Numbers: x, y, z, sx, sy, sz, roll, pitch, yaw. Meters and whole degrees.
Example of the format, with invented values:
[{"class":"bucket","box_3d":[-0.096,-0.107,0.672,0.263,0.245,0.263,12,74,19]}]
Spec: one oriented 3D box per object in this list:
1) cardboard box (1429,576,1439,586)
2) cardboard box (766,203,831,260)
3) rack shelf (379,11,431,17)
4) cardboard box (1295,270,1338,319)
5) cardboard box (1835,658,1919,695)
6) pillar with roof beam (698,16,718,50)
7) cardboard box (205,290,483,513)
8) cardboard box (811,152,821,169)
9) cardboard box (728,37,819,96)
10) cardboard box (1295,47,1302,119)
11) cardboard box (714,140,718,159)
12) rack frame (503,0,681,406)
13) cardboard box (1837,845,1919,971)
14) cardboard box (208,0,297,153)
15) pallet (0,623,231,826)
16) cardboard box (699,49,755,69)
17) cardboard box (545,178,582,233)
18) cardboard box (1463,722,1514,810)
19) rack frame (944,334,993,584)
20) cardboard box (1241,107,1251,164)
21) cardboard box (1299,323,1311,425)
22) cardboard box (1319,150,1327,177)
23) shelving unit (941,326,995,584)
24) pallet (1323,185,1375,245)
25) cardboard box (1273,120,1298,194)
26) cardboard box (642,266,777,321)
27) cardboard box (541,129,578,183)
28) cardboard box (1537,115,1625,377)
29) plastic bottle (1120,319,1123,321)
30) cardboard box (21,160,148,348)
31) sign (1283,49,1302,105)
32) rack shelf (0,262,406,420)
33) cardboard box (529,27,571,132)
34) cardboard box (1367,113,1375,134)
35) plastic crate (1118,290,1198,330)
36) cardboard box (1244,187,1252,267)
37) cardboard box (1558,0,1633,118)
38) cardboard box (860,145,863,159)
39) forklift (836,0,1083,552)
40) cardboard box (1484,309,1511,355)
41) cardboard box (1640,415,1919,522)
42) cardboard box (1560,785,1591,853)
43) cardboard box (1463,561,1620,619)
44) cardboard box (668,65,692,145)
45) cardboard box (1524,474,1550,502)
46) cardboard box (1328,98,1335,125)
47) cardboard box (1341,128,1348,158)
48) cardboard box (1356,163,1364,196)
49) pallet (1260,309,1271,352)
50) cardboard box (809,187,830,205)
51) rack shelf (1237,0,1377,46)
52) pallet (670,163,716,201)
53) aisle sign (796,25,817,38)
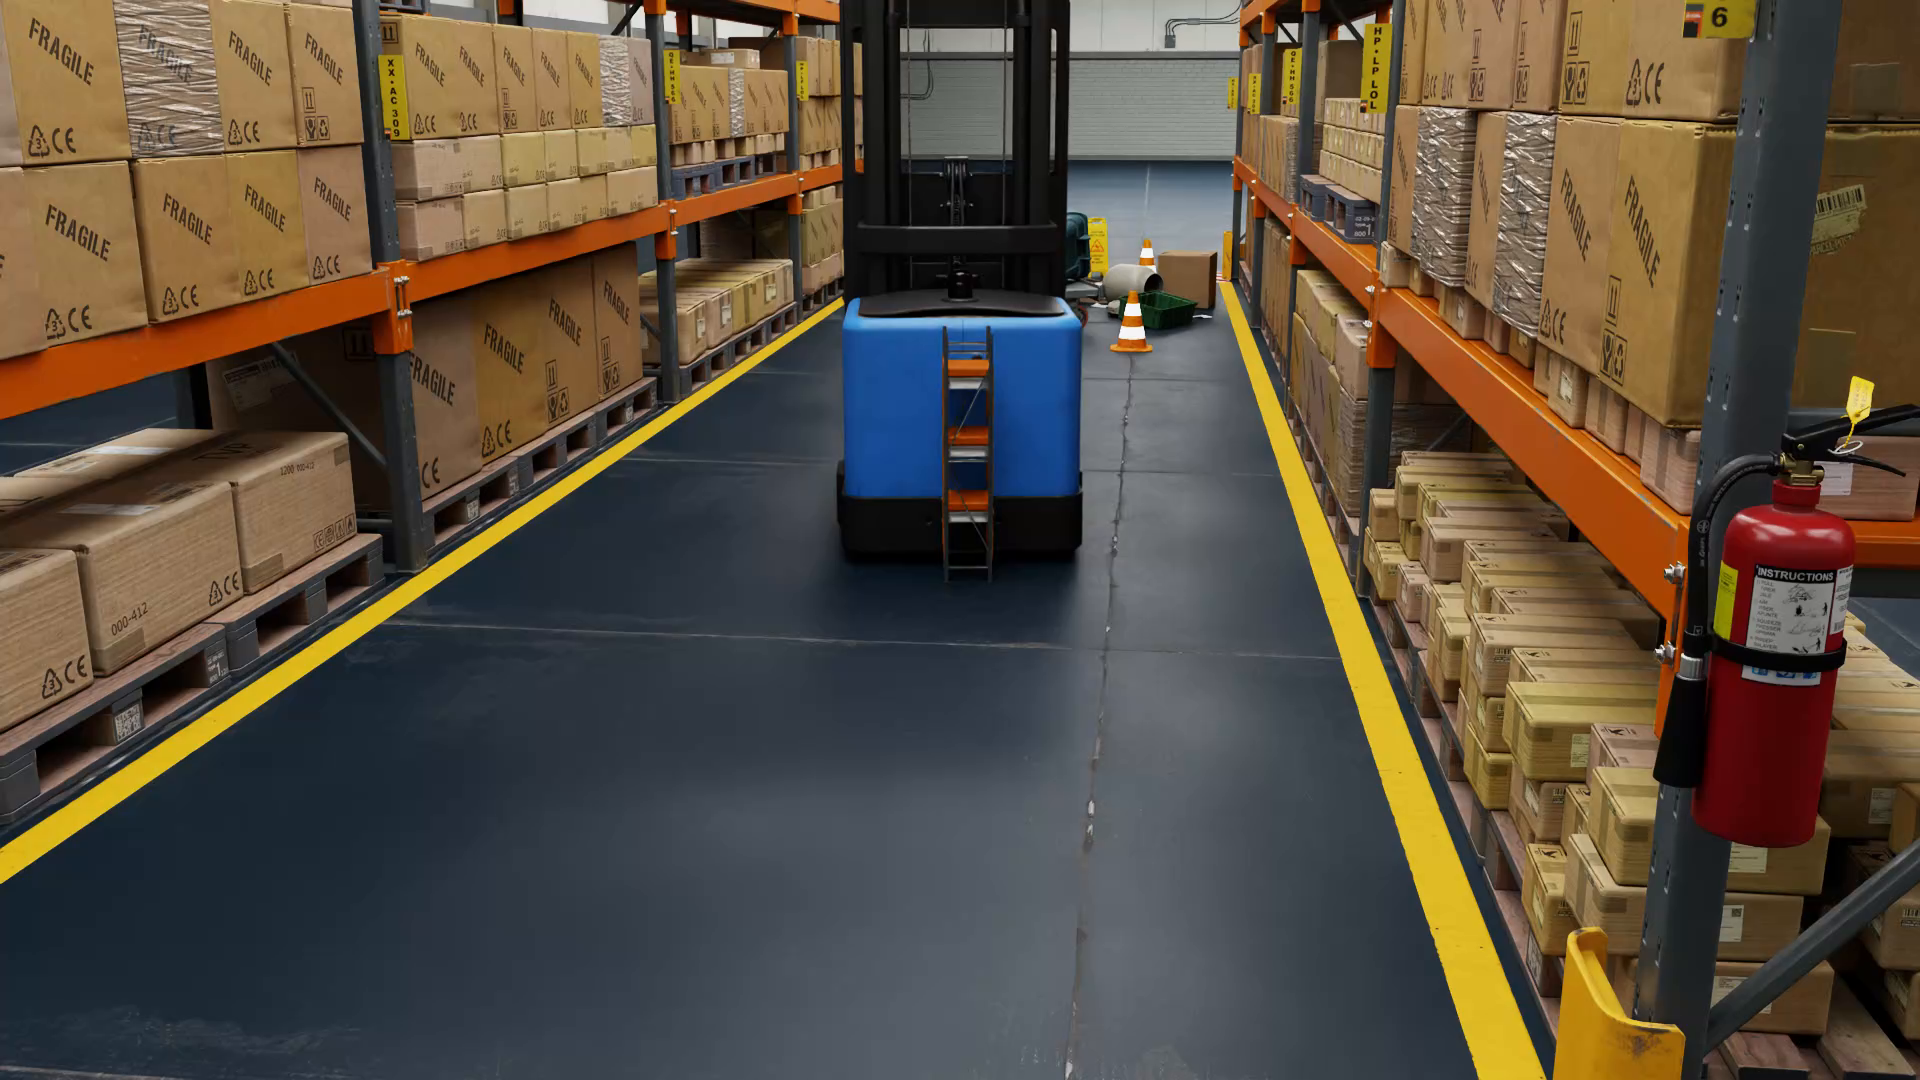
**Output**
[{"class":"cardboard box","box_3d":[1.798,0.113,5.586,0.380,0.149,0.250,1,15,3]},{"class":"cardboard box","box_3d":[-1.522,-2.920,15.742,0.500,0.500,0.500,2,15,9]},{"class":"rack shelf","box_3d":[-6.612,-5.163,16.642,1.077,0.370,4.000,2,15,6]},{"class":"cardboard box","box_3d":[2.254,-1.428,9.744,0.500,0.250,0.500,1,15,4]},{"class":"cardboard box","box_3d":[2.080,0.390,3.990,0.380,0.149,0.250,1,15,4]},{"class":"pillar with roof beam","box_3d":[-1.052,-11.865,34.302,9.100,9.000,0.400,2,15,6]},{"class":"cardboard box","box_3d":[-2.818,-0.664,7.637,0.875,0.875,0.875,2,15,8]},{"class":"cardboard box","box_3d":[-1.512,-3.550,15.524,0.380,0.149,0.250,2,15,8]},{"class":"cardboard box","box_3d":[-1.641,-4.181,14.701,0.700,0.500,0.500,2,15,6]},{"class":"cardboard box","box_3d":[2.802,-3.286,11.959,0.700,0.500,0.500,2,15,6]},{"class":"cardboard box","box_3d":[-1.999,-2.873,12.219,0.380,0.149,0.250,2,15,8]},{"class":"rack frame","box_3d":[-2.357,-2.361,10.648,1.000,3.000,0.127,2,15,6]},{"class":"cardboard box","box_3d":[1.984,0.735,3.285,0.380,0.149,0.250,2,15,9]},{"class":"cardboard box","box_3d":[-2.653,-1.593,5.699,0.500,0.500,0.500,1,15,5]},{"class":"pallet","box_3d":[-3.107,0.535,5.281,1.003,0.211,1.213,2,15,6]},{"class":"cardboard box","box_3d":[-1.806,-3.729,12.898,0.380,0.149,0.250,1,15,4]},{"class":"cardboard box","box_3d":[-2.300,-1.754,8.689,0.500,0.250,0.500,1,15,5]},{"class":"cardboard box","box_3d":[1.547,0.596,4.369,0.380,0.149,0.250,1,15,4]},{"class":"rack frame","box_3d":[0.035,-0.324,6.848,0.200,1.050,0.008,0,15,-2]},{"class":"cardboard box","box_3d":[3.250,-4.007,16.445,0.875,0.550,0.550,2,15,6]},{"class":"cardboard box","box_3d":[2.186,-0.931,9.344,0.500,0.500,0.500,2,15,7]},{"class":"cardboard box","box_3d":[2.322,-2.213,9.776,0.380,0.149,0.250,1,15,5]},{"class":"shelving unit","box_3d":[0.031,-0.356,6.966,0.215,1.050,0.252,0,15,-2]},{"class":"pallet","box_3d":[2.390,-1.634,8.328,1.003,0.211,1.213,2,15,6]},{"class":"cardboard box","box_3d":[2.471,-2.674,11.612,0.500,0.500,0.500,1,15,5]},{"class":"cardboard box","box_3d":[-2.040,-2.010,13.580,0.950,0.372,0.625,3,15,10]},{"class":"cardboard box","box_3d":[-2.309,-1.996,8.627,0.500,0.250,0.500,1,15,5]},{"class":"cardboard box","box_3d":[1.528,-0.616,3.433,0.500,0.500,0.500,1,15,5]},{"class":"plastic bottle","box_3d":[1.556,-1.977,14.855,0.133,0.061,0.283,-6,16,-23]},{"class":"cardboard box","box_3d":[-2.776,-0.845,4.847,0.500,0.500,0.500,2,15,8]},{"class":"sign","box_3d":[2.021,-2.816,10.112,0.100,0.325,0.005,2,15,6]},{"class":"rack shelf","box_3d":[-3.034,-0.458,4.987,1.077,0.370,4.000,2,15,6]},{"class":"cardboard box","box_3d":[-2.332,-2.357,8.527,0.500,0.500,0.500,1,15,5]},{"class":"cardboard box","box_3d":[2.094,-1.951,7.668,0.380,0.149,0.250,1,15,4]},{"class":"plastic crate","box_3d":[1.742,-2.033,14.711,0.450,0.188,0.662,22,25,31]},{"class":"cardboard box","box_3d":[3.465,-3.316,17.444,0.875,0.875,0.875,2,15,7]},{"class":"cardboard box","box_3d":[1.532,-1.099,3.302,0.500,0.500,0.500,1,15,4]},{"class":"cardboard box","box_3d":[-1.202,-4.143,17.717,0.380,0.149,0.250,2,15,6]},{"class":"forklift","box_3d":[-0.033,-1.693,8.307,1.130,2.935,3.031,0,15,-2]},{"class":"cardboard box","box_3d":[1.680,-0.605,4.635,0.380,0.149,0.250,2,15,8]},{"class":"cardboard box","box_3d":[1.426,-0.138,2.909,0.380,0.149,0.250,2,15,6]},{"class":"cardboard box","box_3d":[1.529,0.652,3.593,0.380,0.149,0.250,1,15,5]},{"class":"cardboard box","box_3d":[1.675,0.170,4.805,0.380,0.149,0.250,2,15,7]},{"class":"cardboard box","box_3d":[-2.076,-2.866,10.948,0.500,0.500,0.500,1,15,5]},{"class":"cardboard box","box_3d":[2.340,-0.218,6.239,0.380,0.149,0.250,2,15,8]},{"class":"cardboard box","box_3d":[2.300,-2.426,9.426,0.380,0.149,0.250,1,15,5]},{"class":"cardboard box","box_3d":[2.206,-2.078,8.706,0.380,0.149,0.250,2,15,6]},{"class":"cardboard box","box_3d":[2.113,-1.732,7.999,0.380,0.149,0.250,2,15,9]},{"class":"pallet","box_3d":[3.012,-1.731,13.658,1.003,0.211,1.213,2,15,6]},{"class":"cardboard box","box_3d":[-1.441,-3.258,15.749,0.380,0.149,0.250,2,15,8]},{"class":"rack shelf","box_3d":[3.250,-4.899,15.663,1.077,0.370,4.000,2,15,6]},{"class":"pallet","box_3d":[-2.382,-2.457,11.368,1.213,0.211,1.003,2,15,6]},{"class":"aisle sign","box_3d":[-1.755,-5.716,18.075,0.394,0.787,0.004,2,15,6]}]
